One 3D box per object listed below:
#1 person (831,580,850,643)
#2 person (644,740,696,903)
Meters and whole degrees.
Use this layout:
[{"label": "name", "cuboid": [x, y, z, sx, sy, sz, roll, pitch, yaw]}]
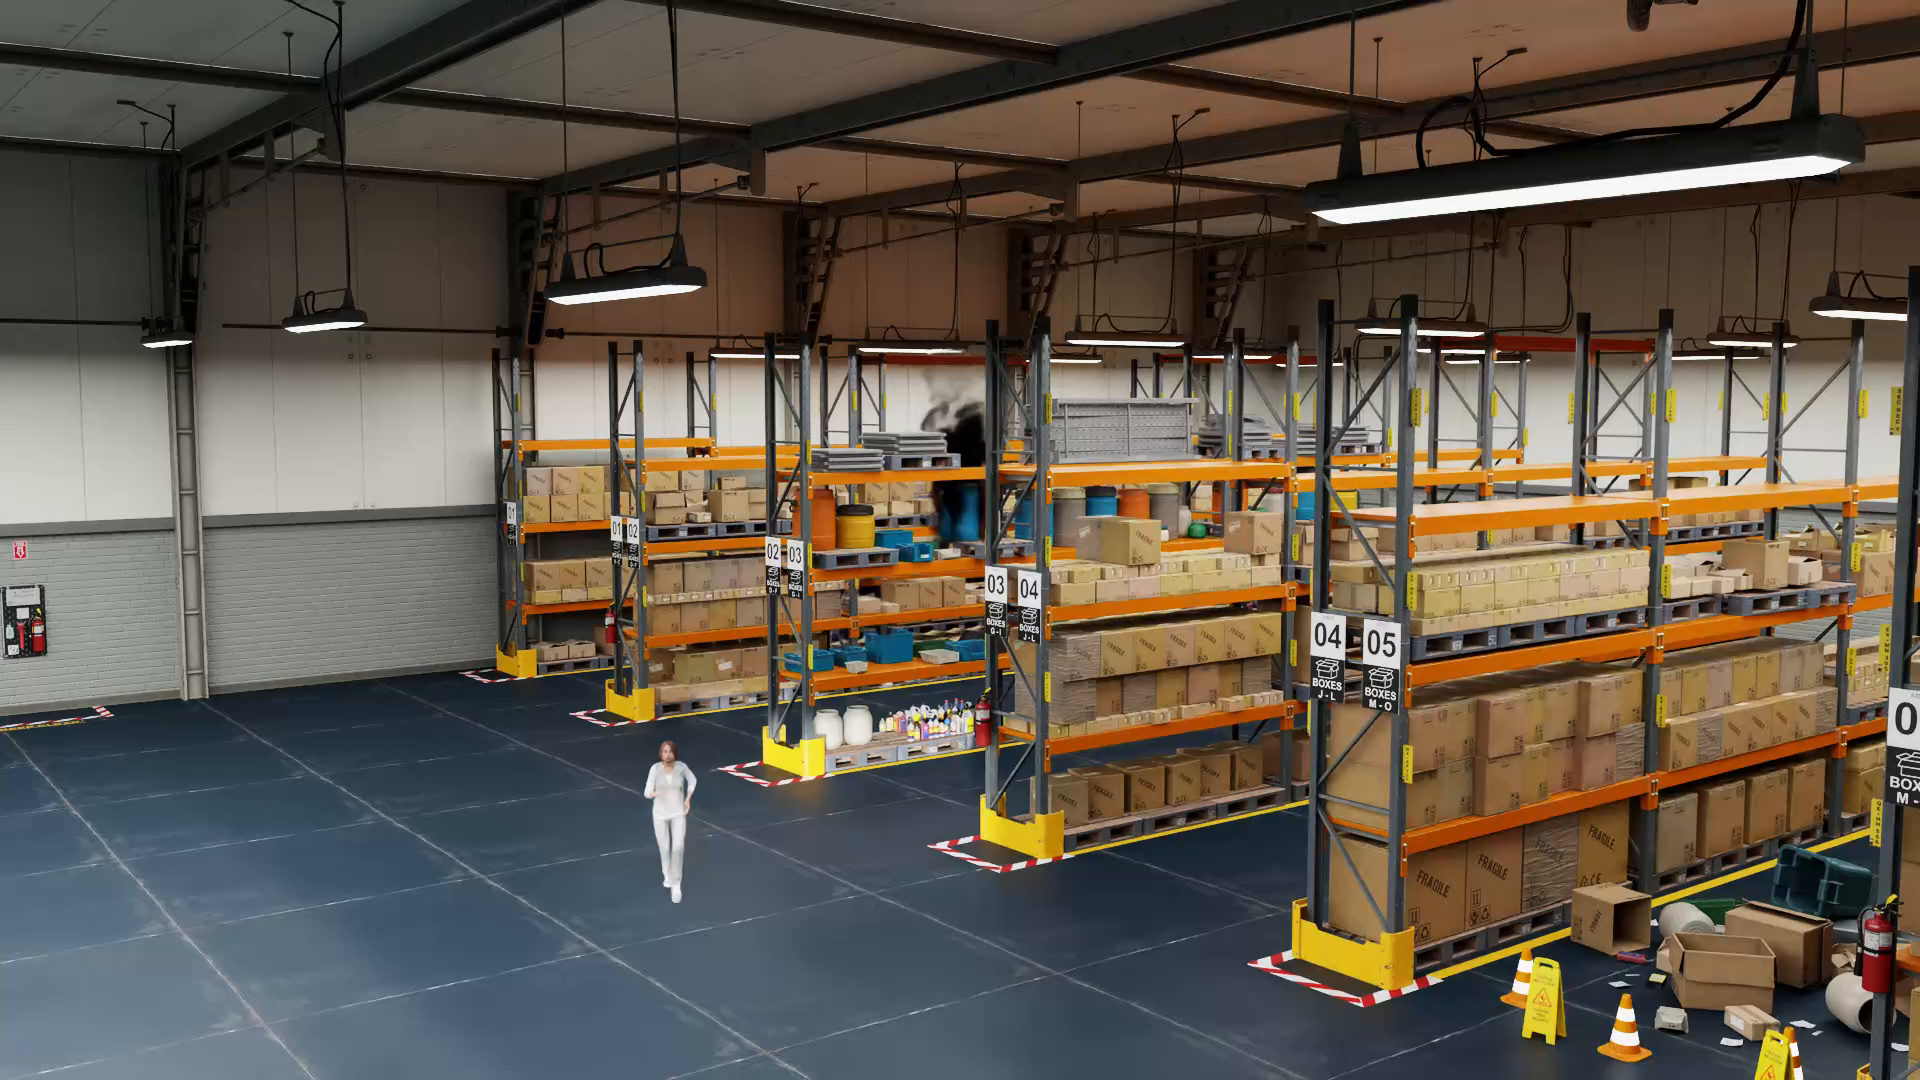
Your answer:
[{"label": "person", "cuboid": [-2.198, 1.576, 31.792, 0.606, 1.588, 0.556, 5, 7, 43]}, {"label": "person", "cuboid": [-2.975, 2.917, 17.076, 0.514, 1.545, 0.667, 0, 5, -5]}]
